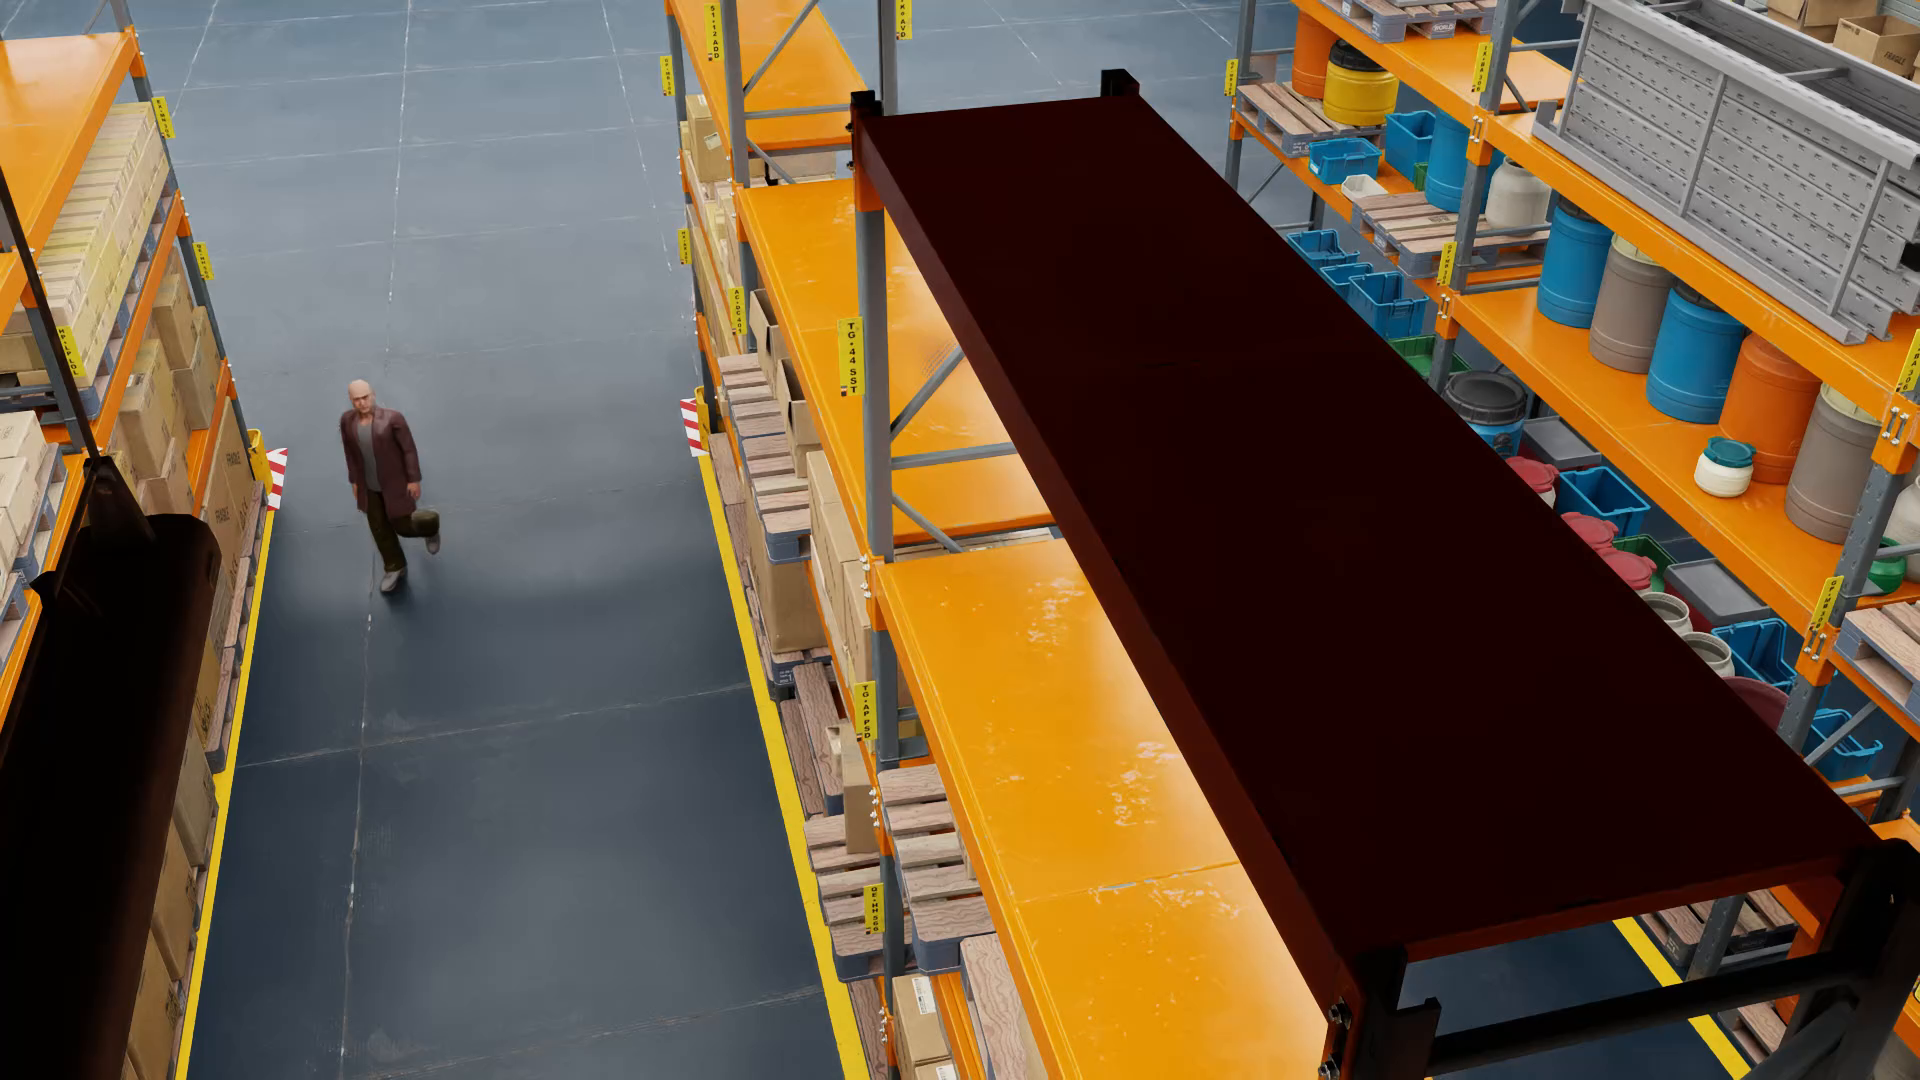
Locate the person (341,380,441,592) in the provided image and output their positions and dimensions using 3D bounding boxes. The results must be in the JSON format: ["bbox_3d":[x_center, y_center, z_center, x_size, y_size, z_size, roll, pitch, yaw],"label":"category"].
[{"bbox_3d":[-4.542,-0.494,13.234,0.592,1.761,0.779,11,36,15],"label":"person"}]
